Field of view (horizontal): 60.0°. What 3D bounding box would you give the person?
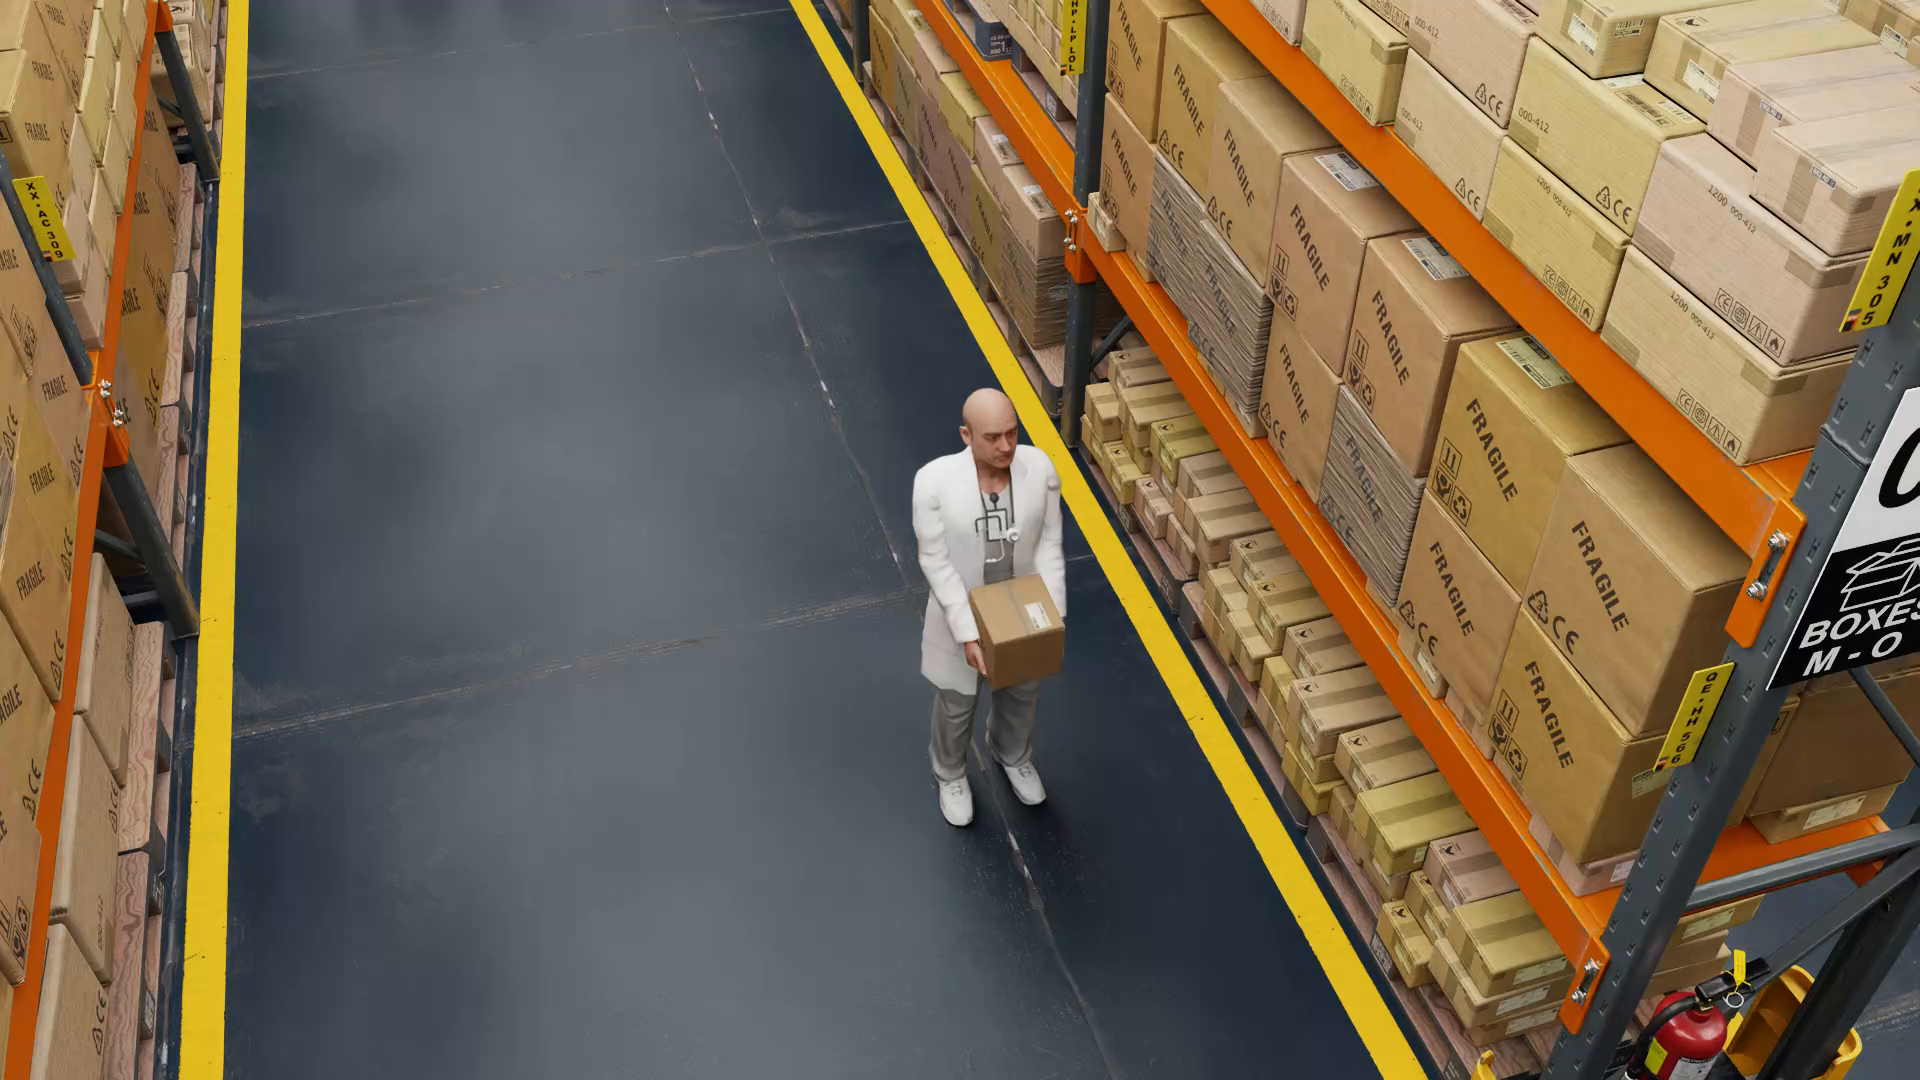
[{"bbox_3d":[0.132,0.307,5.824,0.535,1.777,0.554,-13,43,-14],"label":"person"}]
